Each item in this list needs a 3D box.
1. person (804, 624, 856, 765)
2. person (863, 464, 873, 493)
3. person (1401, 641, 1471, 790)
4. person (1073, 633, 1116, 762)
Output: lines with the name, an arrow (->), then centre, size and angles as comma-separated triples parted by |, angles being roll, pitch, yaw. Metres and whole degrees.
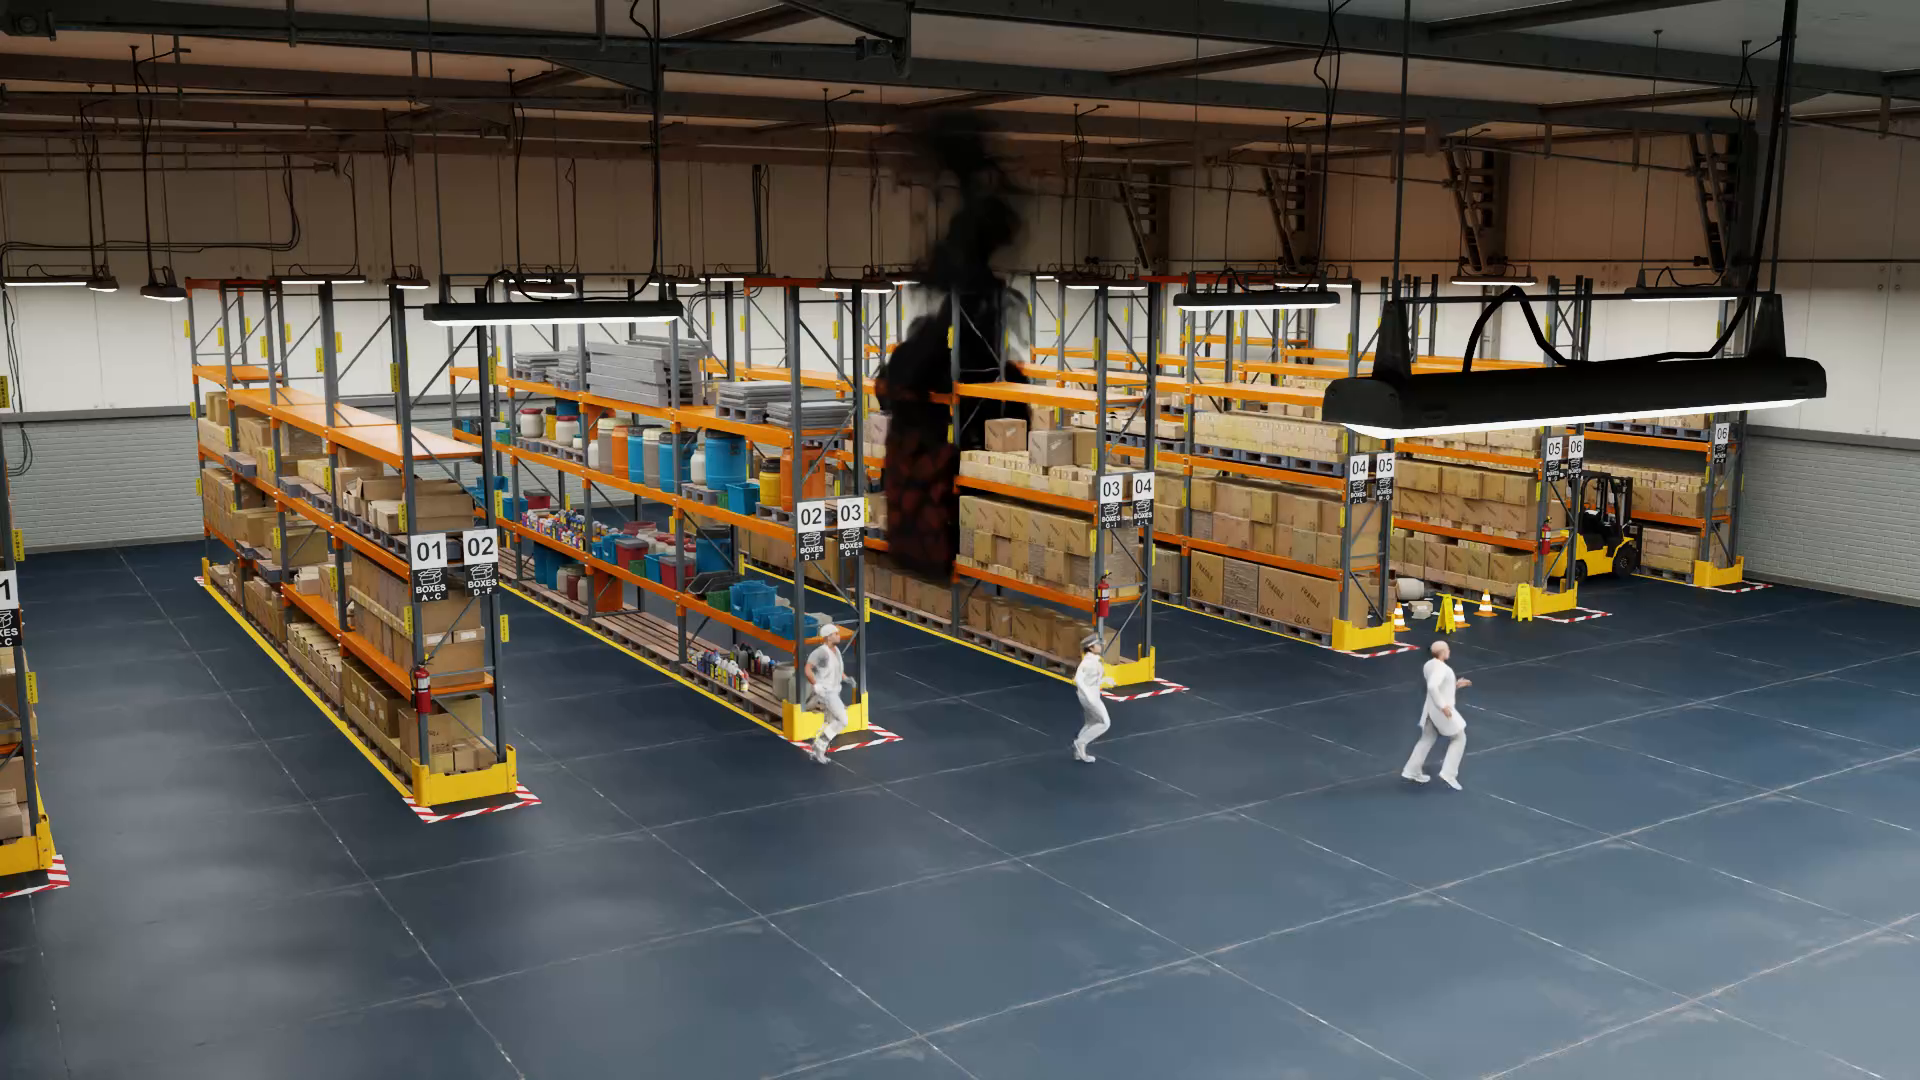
person -> -1.612, 1.935, 21.087 | 0.587, 1.728, 0.703 | 2, 10, 12
person -> -2.356, -1.484, 42.002 | 0.853, 1.578, 0.574 | -3, 10, -15
person -> 5.776, 2.125, 20.071 | 0.832, 1.848, 0.669 | -2, 10, -13
person -> 1.718, 1.995, 21.141 | 0.542, 1.666, 0.598 | 0, 10, 3
